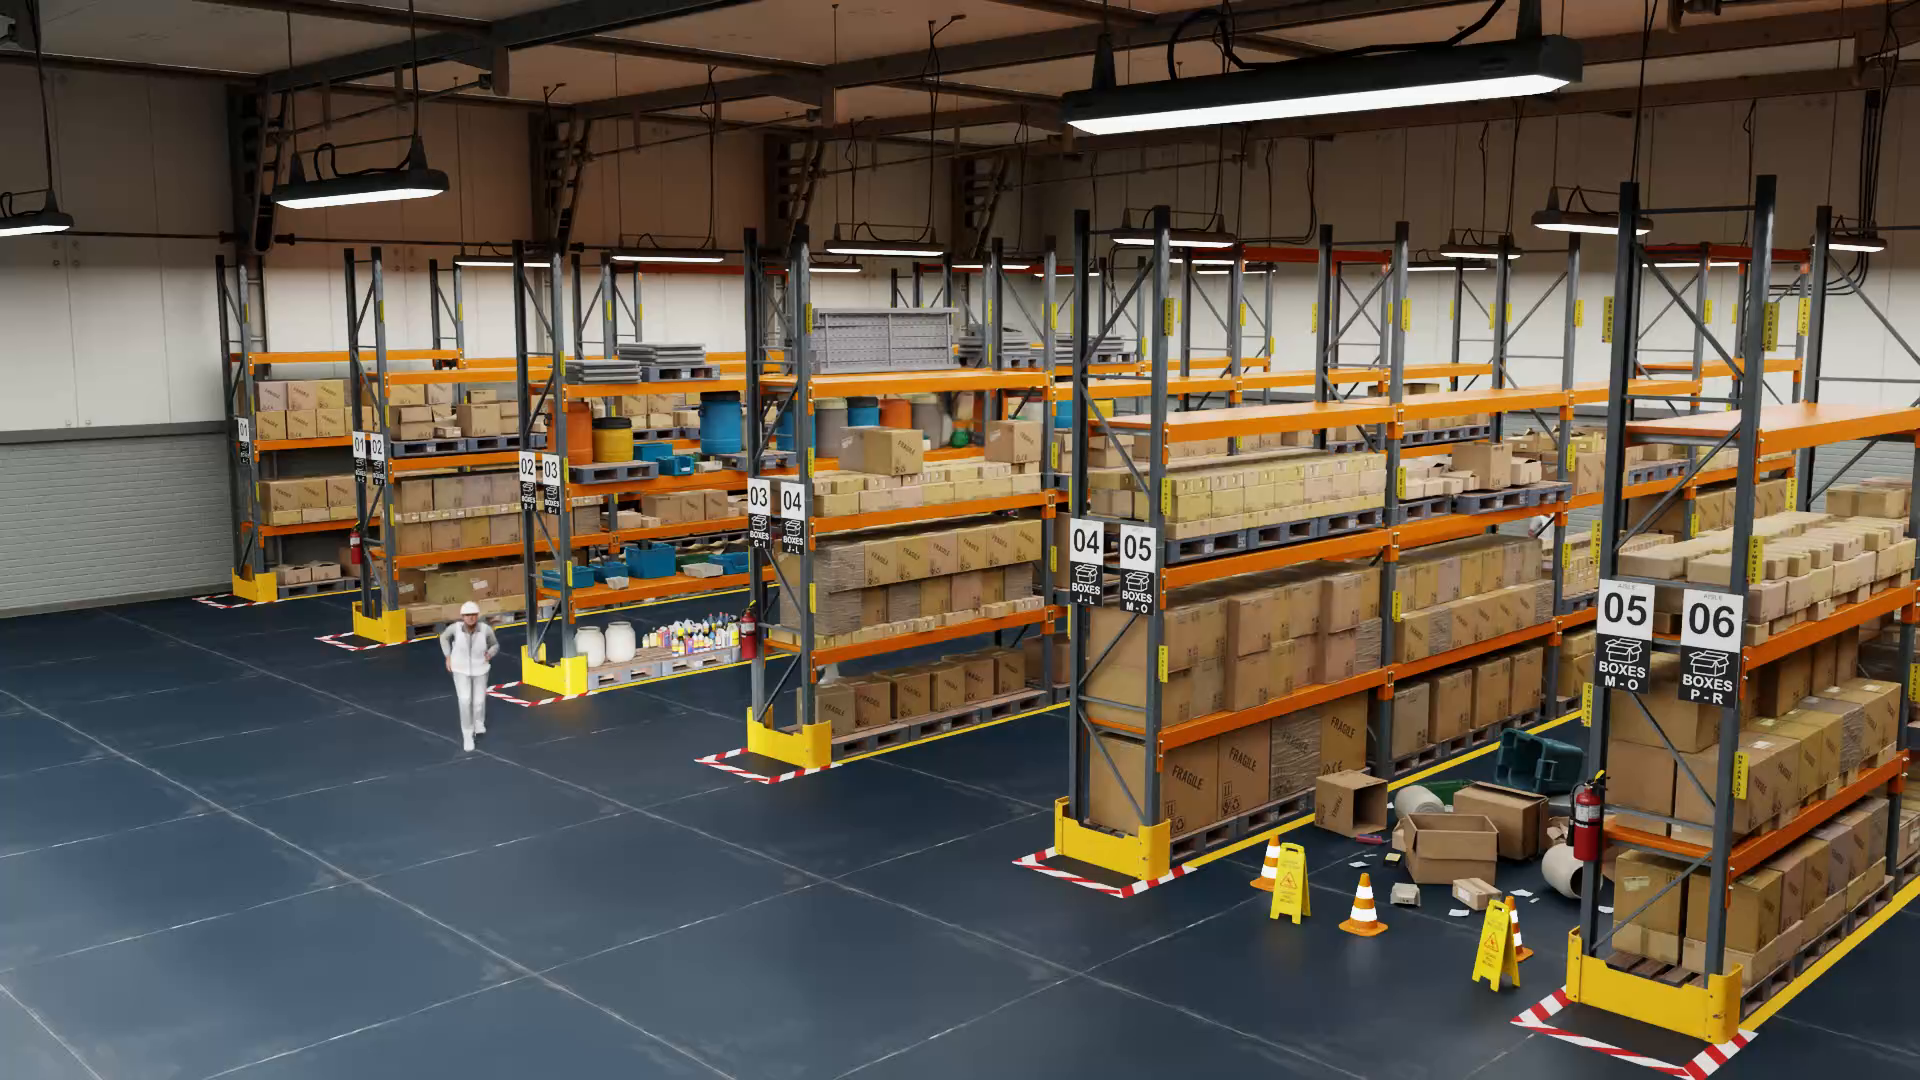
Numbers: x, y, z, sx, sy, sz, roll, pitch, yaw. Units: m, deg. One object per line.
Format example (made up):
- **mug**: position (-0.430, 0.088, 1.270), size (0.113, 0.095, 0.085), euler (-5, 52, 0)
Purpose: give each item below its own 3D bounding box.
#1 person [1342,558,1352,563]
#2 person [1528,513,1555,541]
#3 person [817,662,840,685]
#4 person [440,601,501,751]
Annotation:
- **person**: position (5.294, 1.091, 22.972), size (0.639, 1.686, 0.592), euler (8, 11, 43)
- **person**: position (10.581, 0.097, 29.860), size (0.740, 1.715, 0.521), euler (-3, 9, -23)
- **person**: position (-1.785, 1.124, 22.689), size (0.819, 1.735, 0.554), euler (6, 10, 34)
- **person**: position (-5.760, 1.555, 19.612), size (0.675, 1.764, 0.920), euler (-3, 9, -19)
